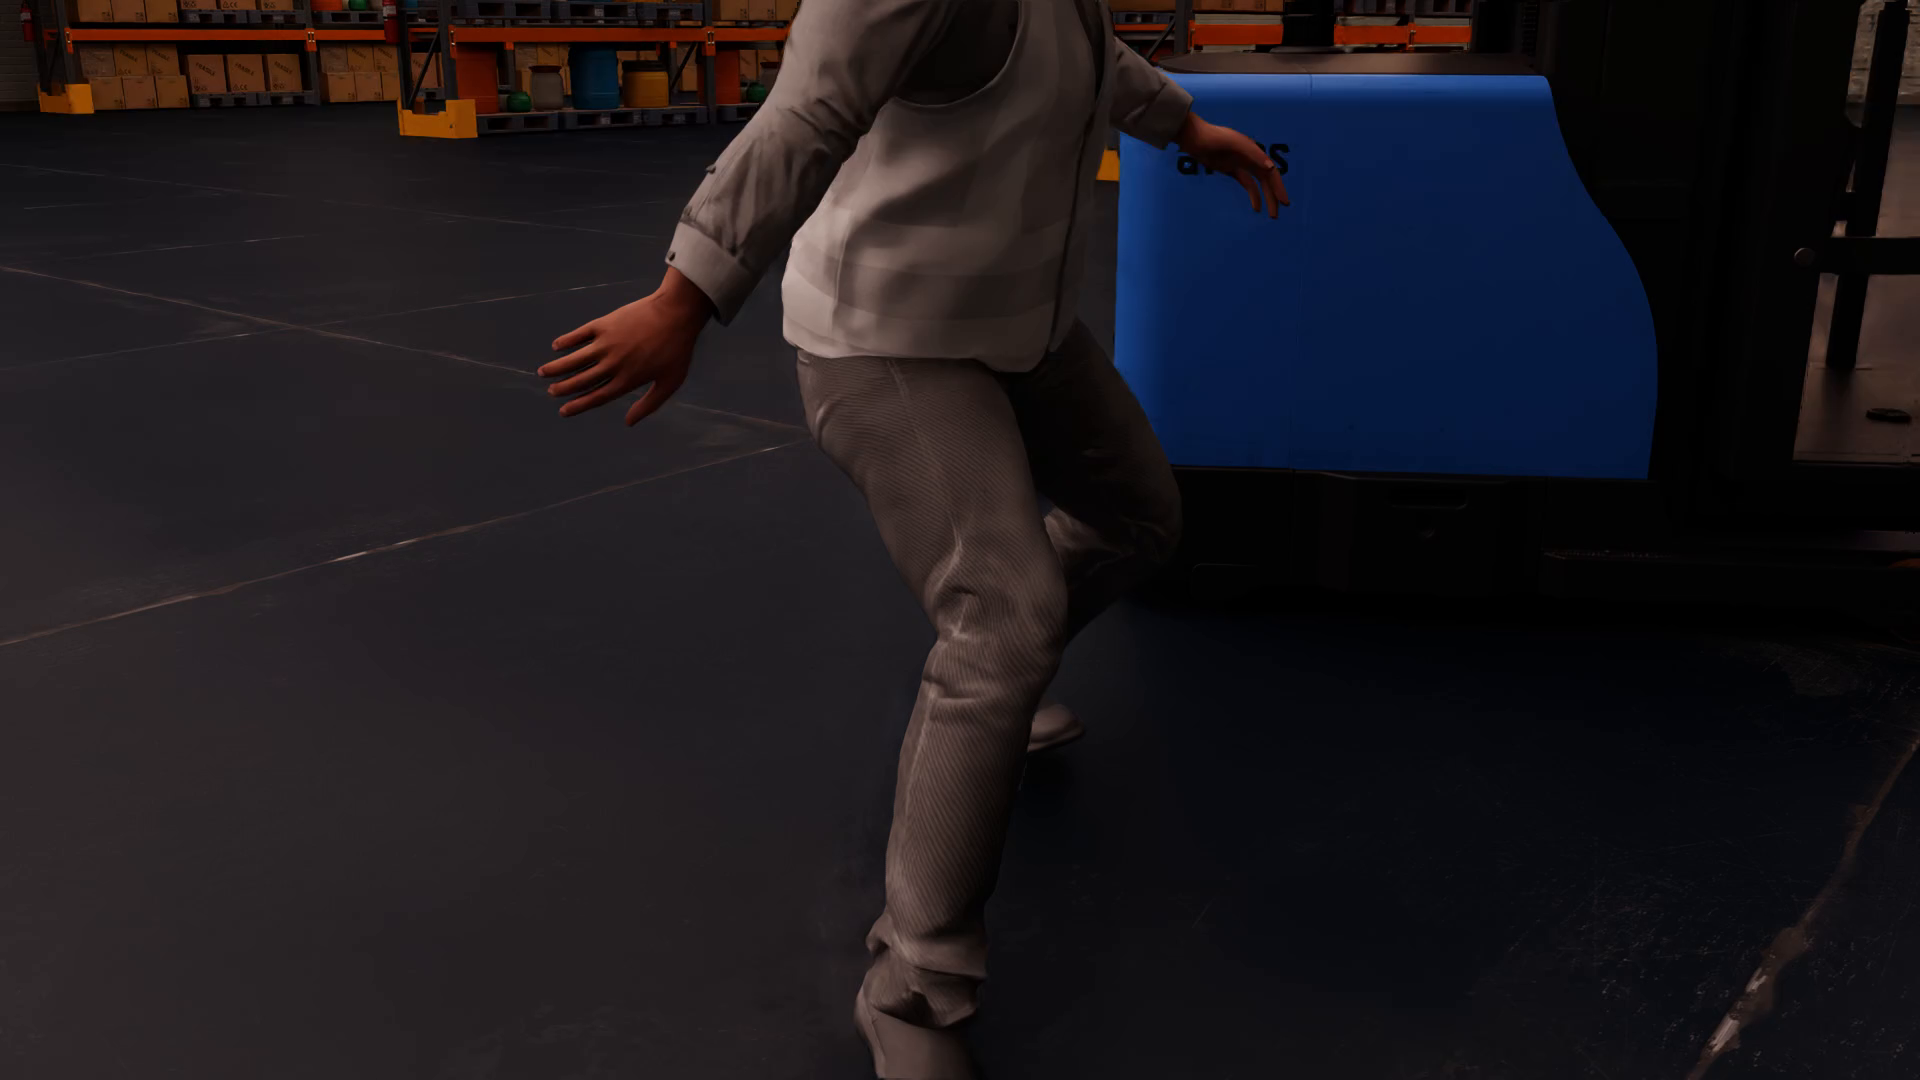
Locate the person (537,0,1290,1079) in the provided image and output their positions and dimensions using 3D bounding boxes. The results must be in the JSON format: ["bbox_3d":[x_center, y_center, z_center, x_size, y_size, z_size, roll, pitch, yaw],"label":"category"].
[{"bbox_3d":[0.017,-0.230,2.127,0.563,1.730,1.067,8,18,23],"label":"person"}]

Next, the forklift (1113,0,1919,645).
[{"bbox_3d":[1.857,-1.354,3.356,3.031,2.935,1.130,2,17,6],"label":"forklift"}]
